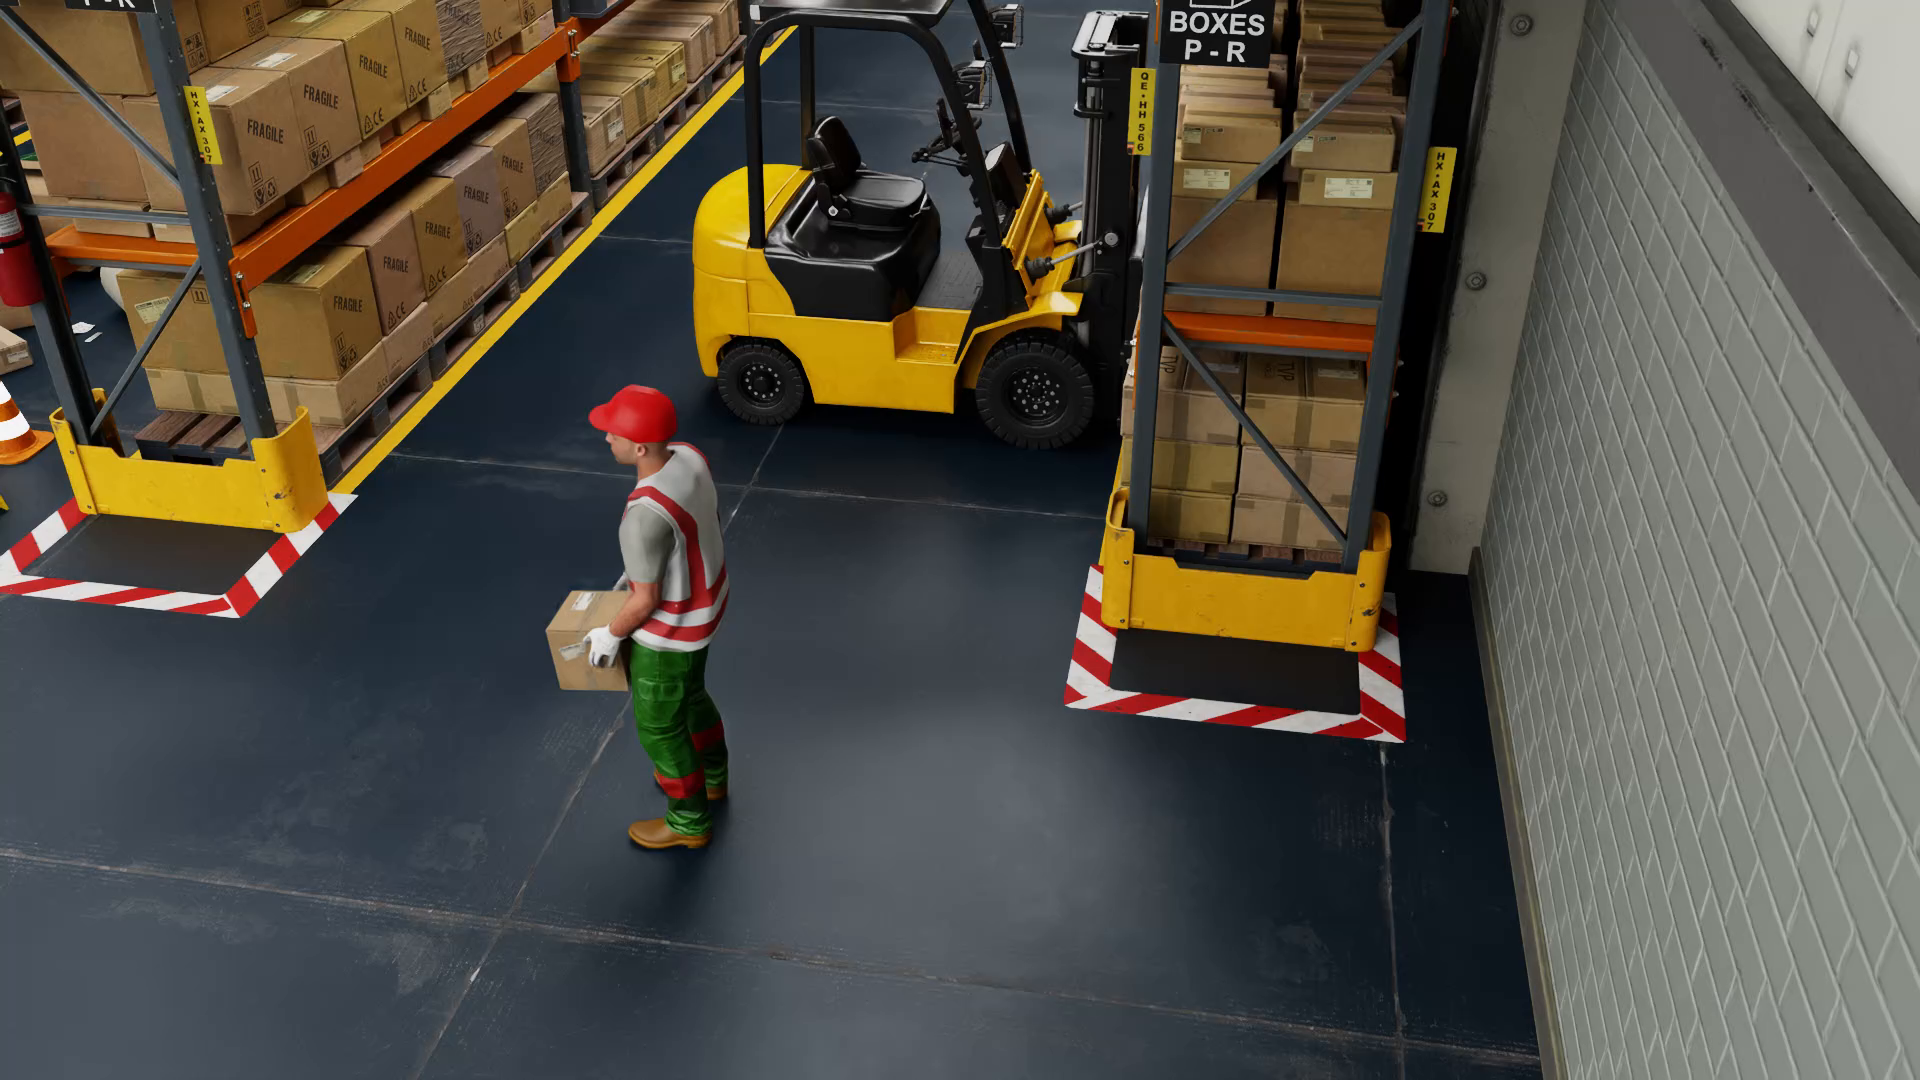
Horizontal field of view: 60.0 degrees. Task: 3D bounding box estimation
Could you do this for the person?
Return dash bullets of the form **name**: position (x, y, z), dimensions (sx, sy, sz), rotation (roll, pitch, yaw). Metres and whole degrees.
- **person**: position (-1.019, 0.276, 5.673), dimensions (0.449, 1.791, 0.537), rotation (5, 32, 7)
